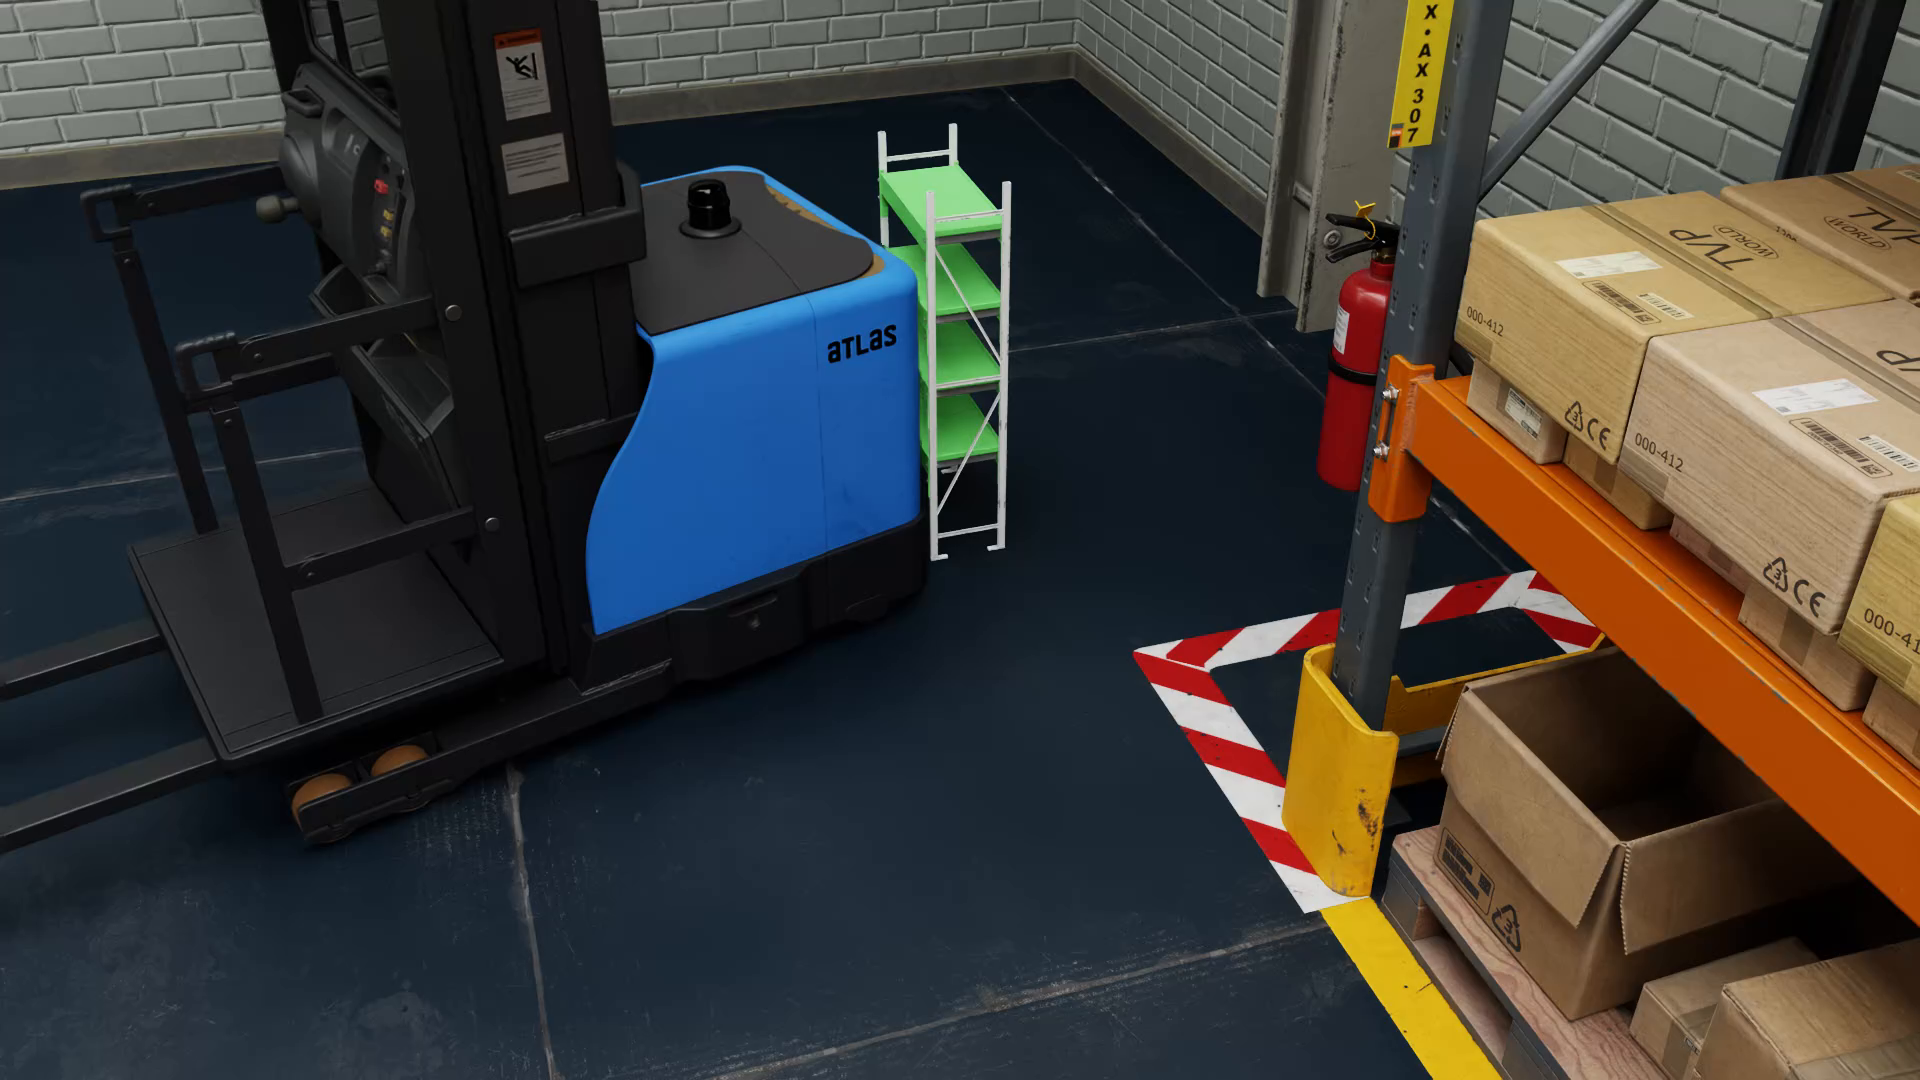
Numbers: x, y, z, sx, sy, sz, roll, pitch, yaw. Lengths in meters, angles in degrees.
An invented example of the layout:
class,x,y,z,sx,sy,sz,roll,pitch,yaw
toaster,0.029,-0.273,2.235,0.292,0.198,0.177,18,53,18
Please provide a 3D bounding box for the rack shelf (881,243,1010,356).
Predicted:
class,x,y,z,sx,sy,sz,roll,pitch,yaw
rack shelf,-0.051,-0.734,4.954,0.258,0.148,0.480,-10,35,-15

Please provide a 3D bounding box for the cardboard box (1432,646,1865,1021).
class,x,y,z,sx,sy,sz,roll,pitch,yaw
cardboard box,1.475,0.585,3.528,0.797,0.503,0.637,-11,35,-17

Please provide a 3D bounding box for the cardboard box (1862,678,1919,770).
class,x,y,z,sx,sy,sz,roll,pitch,yaw
cardboard box,1.557,0.244,2.387,0.380,0.149,0.250,-9,35,-14

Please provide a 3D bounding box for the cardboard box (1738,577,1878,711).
class,x,y,z,sx,sy,sz,roll,pitch,yaw
cardboard box,1.471,0.106,2.597,0.380,0.149,0.250,-9,34,-13

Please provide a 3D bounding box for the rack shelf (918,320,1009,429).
class,x,y,z,sx,sy,sz,roll,pitch,yaw
rack shelf,-0.051,-0.534,5.086,0.258,0.148,0.480,-10,35,-15

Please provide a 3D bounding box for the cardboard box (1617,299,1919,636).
class,x,y,z,sx,sy,sz,roll,pitch,yaw
cardboard box,1.414,-0.132,2.595,0.500,0.250,0.500,-10,35,-14

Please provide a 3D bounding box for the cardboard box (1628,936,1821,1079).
class,x,y,z,sx,sy,sz,roll,pitch,yaw
cardboard box,1.567,0.962,3.278,0.380,0.149,0.250,-11,35,-17

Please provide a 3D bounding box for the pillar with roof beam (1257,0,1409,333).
class,x,y,z,sx,sy,sz,roll,pitch,yaw
pillar with roof beam,-2.686,-3.965,3.088,9.100,9.000,0.400,-10,35,-15

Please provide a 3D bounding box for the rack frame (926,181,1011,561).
class,x,y,z,sx,sy,sz,roll,pitch,yaw
rack frame,0.024,-0.459,4.857,0.240,1.200,0.015,-10,35,-15

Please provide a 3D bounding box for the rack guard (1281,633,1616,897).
class,x,y,z,sx,sy,sz,roll,pitch,yaw
rack guard,1.401,0.464,4.094,1.175,0.500,0.348,-10,35,-15

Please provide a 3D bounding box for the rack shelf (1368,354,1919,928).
class,x,y,z,sx,sy,sz,roll,pitch,yaw
rack shelf,1.988,0.732,2.075,1.077,0.370,4.000,-10,35,-15

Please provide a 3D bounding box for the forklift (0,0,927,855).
class,x,y,z,sx,sy,sz,roll,pitch,yaw
forklift,-1.605,-0.808,3.815,3.031,2.935,1.130,-20,39,-28

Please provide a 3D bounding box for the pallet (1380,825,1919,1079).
class,x,y,z,sx,sy,sz,roll,pitch,yaw
pallet,1.645,1.003,3.541,1.003,0.211,1.213,-10,35,-15

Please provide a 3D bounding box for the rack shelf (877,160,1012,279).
class,x,y,z,sx,sy,sz,roll,pitch,yaw
rack shelf,-0.051,-0.935,4.821,0.258,0.148,0.480,-10,35,-15

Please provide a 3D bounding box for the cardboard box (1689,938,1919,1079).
class,x,y,z,sx,sy,sz,roll,pitch,yaw
cardboard box,1.698,1.041,2.840,0.700,0.500,0.500,-9,34,-13

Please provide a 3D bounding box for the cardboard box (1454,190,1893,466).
class,x,y,z,sx,sy,sz,roll,pitch,yaw
cardboard box,1.260,-0.397,2.996,0.500,0.250,0.500,-10,35,-14

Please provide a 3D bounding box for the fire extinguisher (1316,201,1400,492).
class,x,y,z,sx,sy,sz,roll,pitch,yaw
fire extinguisher,0.893,-0.430,3.589,0.296,0.674,0.183,-10,35,-15

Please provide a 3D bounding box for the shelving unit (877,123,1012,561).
class,x,y,z,sx,sy,sz,roll,pitch,yaw
shelving unit,-0.051,-0.588,5.051,0.258,1.200,0.503,-10,35,-15

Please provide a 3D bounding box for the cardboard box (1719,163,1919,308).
class,x,y,z,sx,sy,sz,roll,pitch,yaw
cardboard box,1.771,-0.483,3.127,0.500,0.250,0.500,-9,35,-13

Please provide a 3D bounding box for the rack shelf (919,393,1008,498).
class,x,y,z,sx,sy,sz,roll,pitch,yaw
rack shelf,-0.051,-0.334,5.218,0.258,0.148,0.480,-10,35,-15

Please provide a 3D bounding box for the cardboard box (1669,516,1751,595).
class,x,y,z,sx,sy,sz,roll,pitch,yaw
cardboard box,1.452,-0.037,2.813,0.380,0.149,0.250,-10,35,-15

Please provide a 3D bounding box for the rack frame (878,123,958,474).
class,x,y,z,sx,sy,sz,roll,pitch,yaw
rack frame,-0.125,-0.716,5.245,0.240,1.200,0.015,-10,35,-15

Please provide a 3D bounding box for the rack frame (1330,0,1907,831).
class,x,y,z,sx,sy,sz,roll,pitch,yaw
rack frame,1.378,-0.619,3.465,1.000,3.000,0.127,-10,35,-15

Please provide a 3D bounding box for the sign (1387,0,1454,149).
class,x,y,z,sx,sy,sz,roll,pitch,yaw
sign,0.861,-0.889,3.089,0.100,0.325,0.005,-10,35,-15

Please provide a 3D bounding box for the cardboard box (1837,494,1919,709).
class,x,y,z,sx,sy,sz,roll,pitch,yaw
cardboard box,1.572,0.134,2.193,0.500,0.250,0.500,-11,35,-16

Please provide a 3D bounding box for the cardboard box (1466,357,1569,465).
class,x,y,z,sx,sy,sz,roll,pitch,yaw
cardboard box,1.217,-0.295,3.204,0.380,0.149,0.250,-10,35,-15

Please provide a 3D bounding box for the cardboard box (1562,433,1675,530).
class,x,y,z,sx,sy,sz,roll,pitch,yaw
cardboard box,1.339,-0.169,3.013,0.380,0.149,0.250,-9,35,-14
